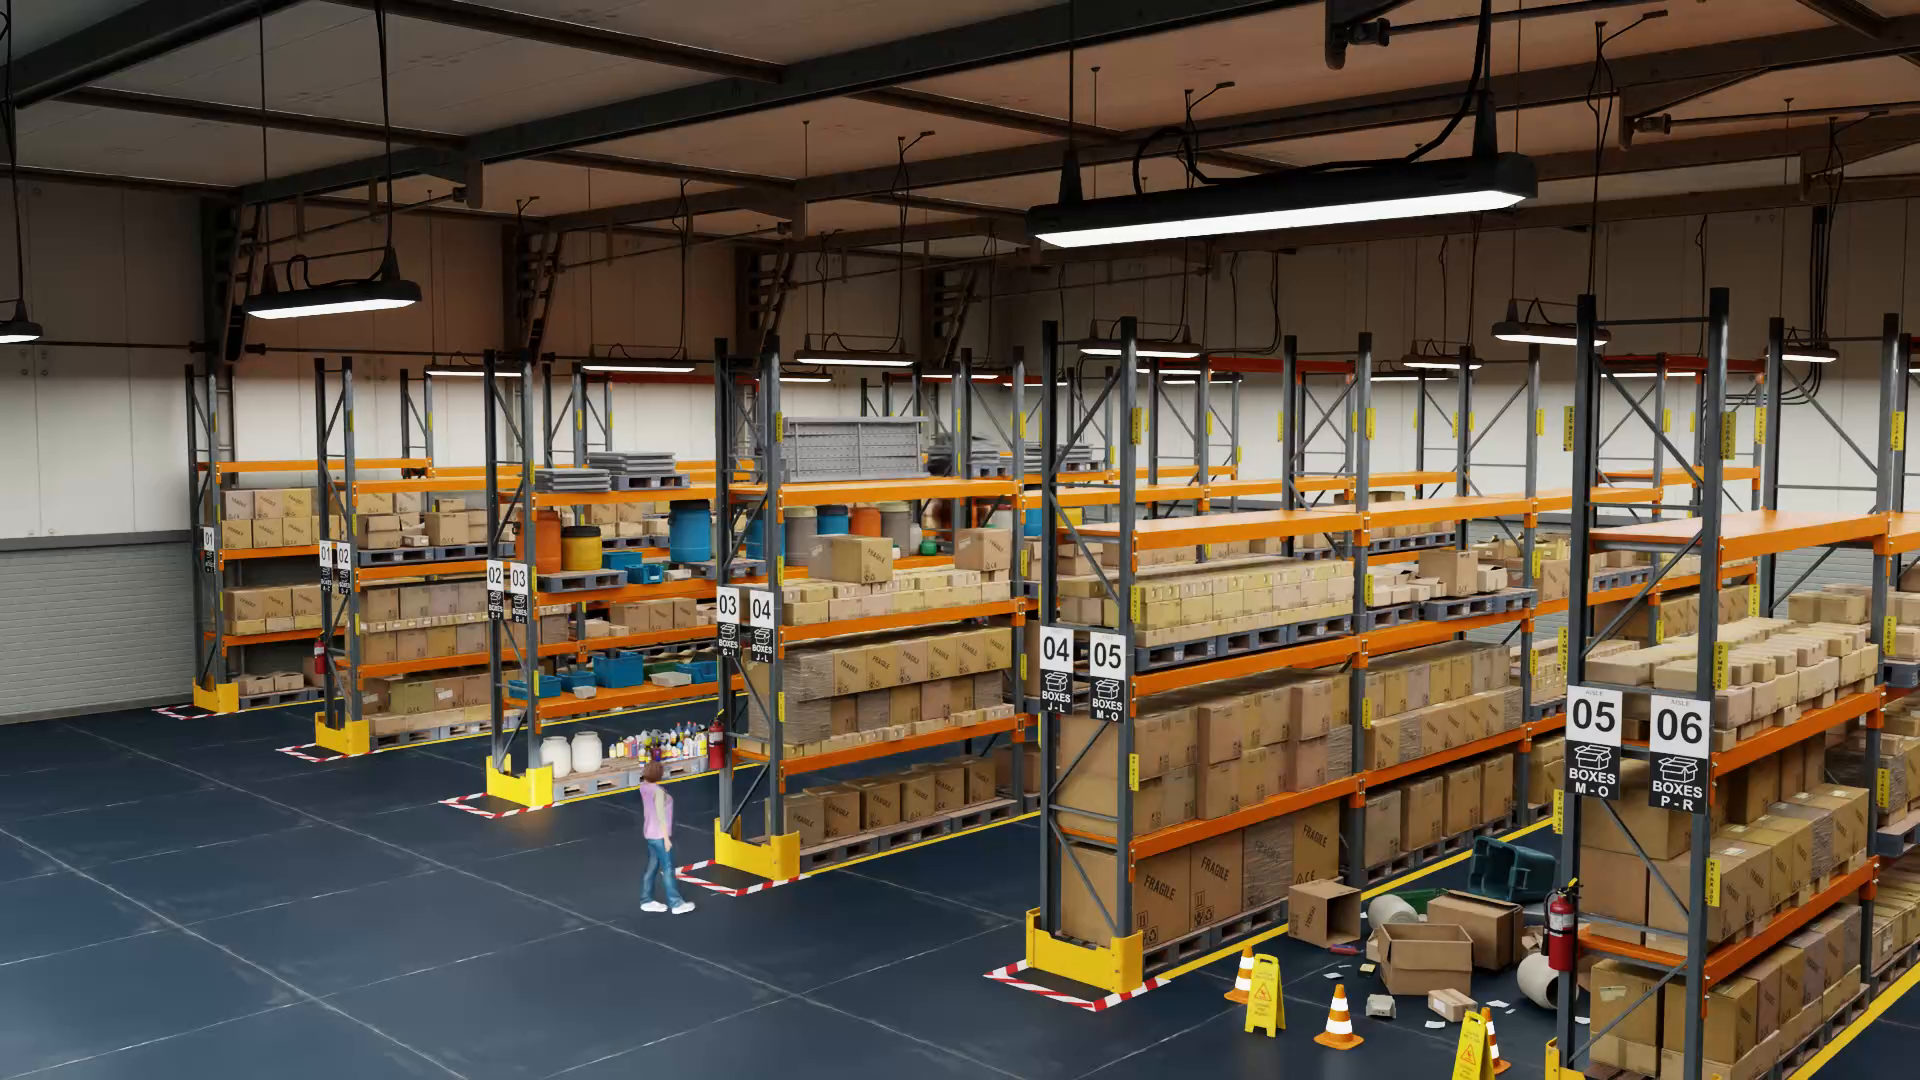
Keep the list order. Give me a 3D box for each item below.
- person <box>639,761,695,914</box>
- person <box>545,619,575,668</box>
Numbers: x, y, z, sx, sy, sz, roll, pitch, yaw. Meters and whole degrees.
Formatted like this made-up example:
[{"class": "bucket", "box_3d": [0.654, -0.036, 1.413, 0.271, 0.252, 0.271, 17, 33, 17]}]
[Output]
[{"class": "person", "box_3d": [-3.029, 3.059, 17.165, 0.559, 1.597, 0.405, -1, 5, -18]}, {"class": "person", "box_3d": [-7.406, 1.940, 30.553, 0.674, 1.779, 0.411, -2, 5, -24]}]
